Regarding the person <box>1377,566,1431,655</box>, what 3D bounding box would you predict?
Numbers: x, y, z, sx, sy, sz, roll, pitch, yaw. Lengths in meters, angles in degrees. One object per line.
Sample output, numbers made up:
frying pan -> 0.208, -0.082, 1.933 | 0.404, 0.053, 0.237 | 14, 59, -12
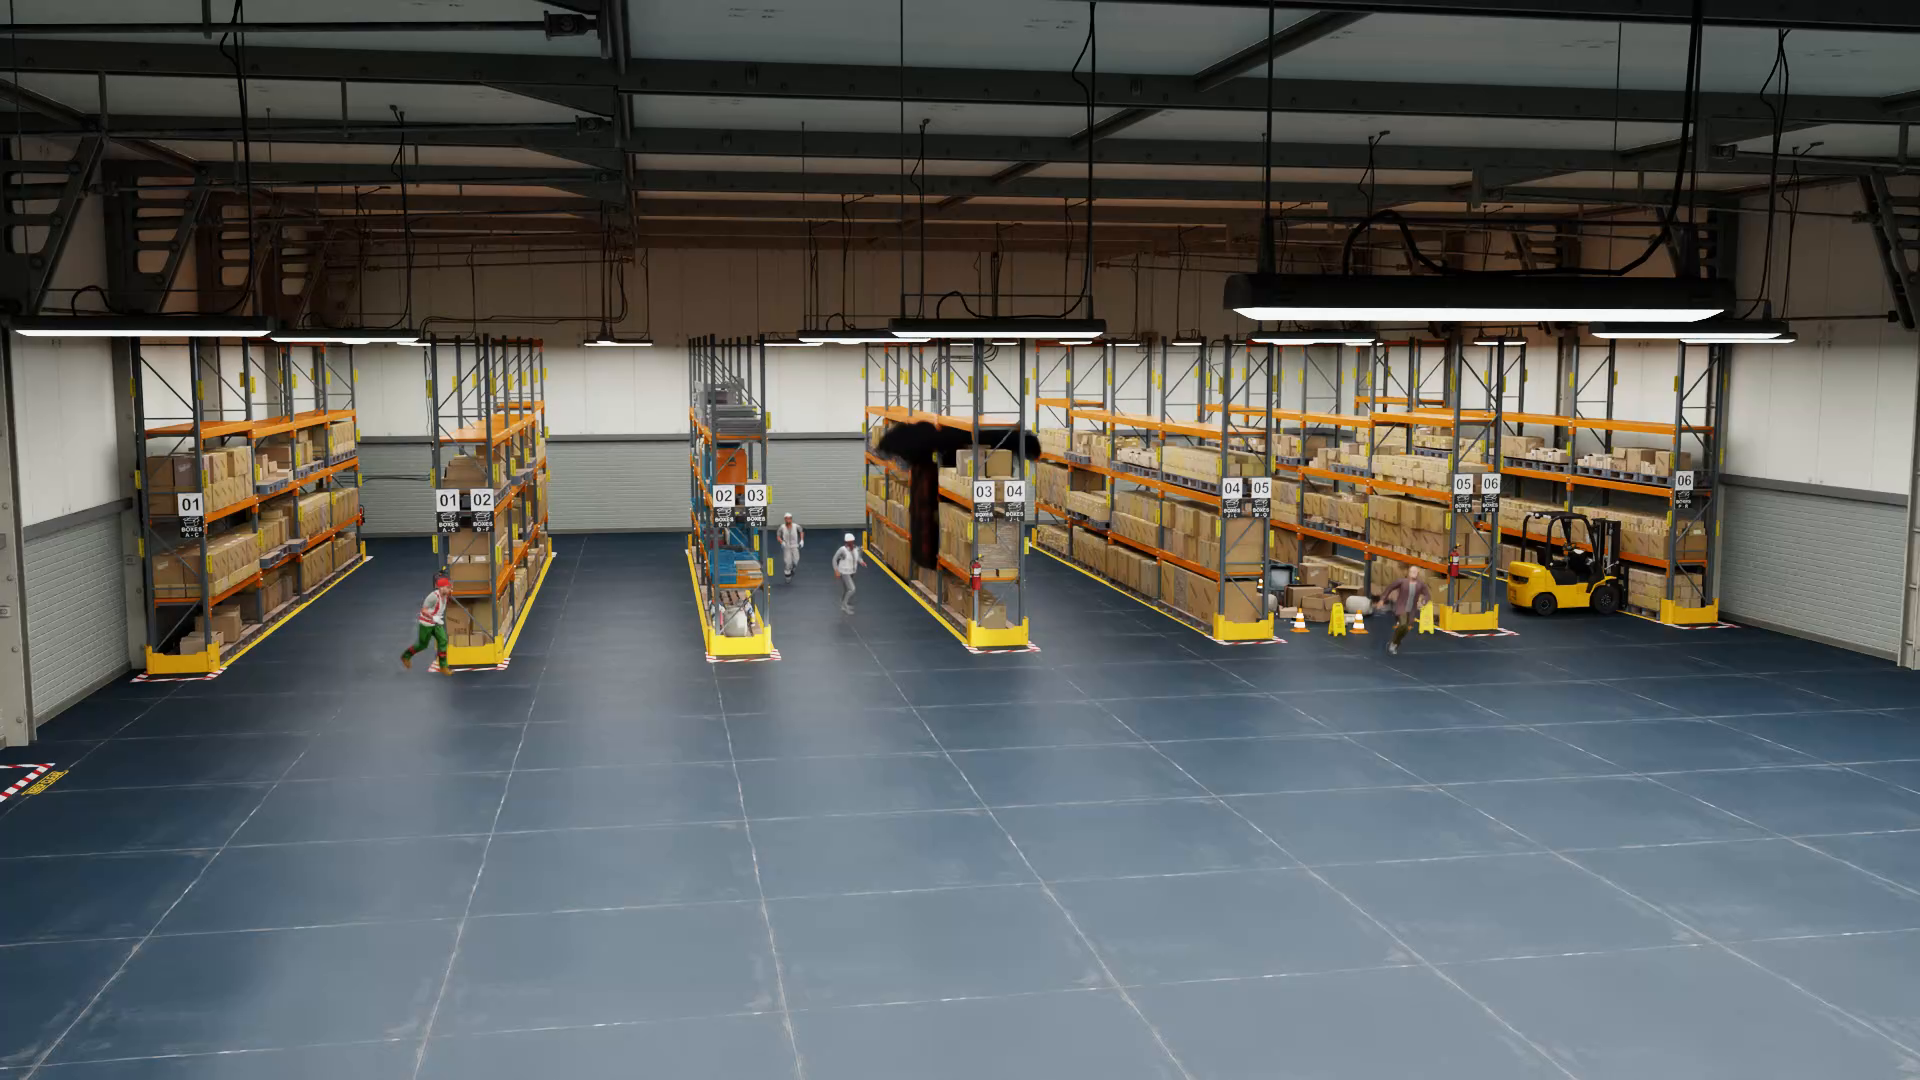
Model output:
person -> 8.393, 1.330, 31.233 | 0.875, 1.690, 0.757 | -2, 7, -14

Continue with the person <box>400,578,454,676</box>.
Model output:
person -> -9.436, 1.527, 29.410 | 1.051, 1.728, 0.689 | 1, 7, 11

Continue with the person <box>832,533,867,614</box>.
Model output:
person -> -2.333, 0.703, 35.372 | 0.823, 1.738, 0.652 | 4, 8, 30

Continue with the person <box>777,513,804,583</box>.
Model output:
person -> -4.142, 0.205, 40.666 | 0.677, 1.735, 0.659 | -1, 7, -9
